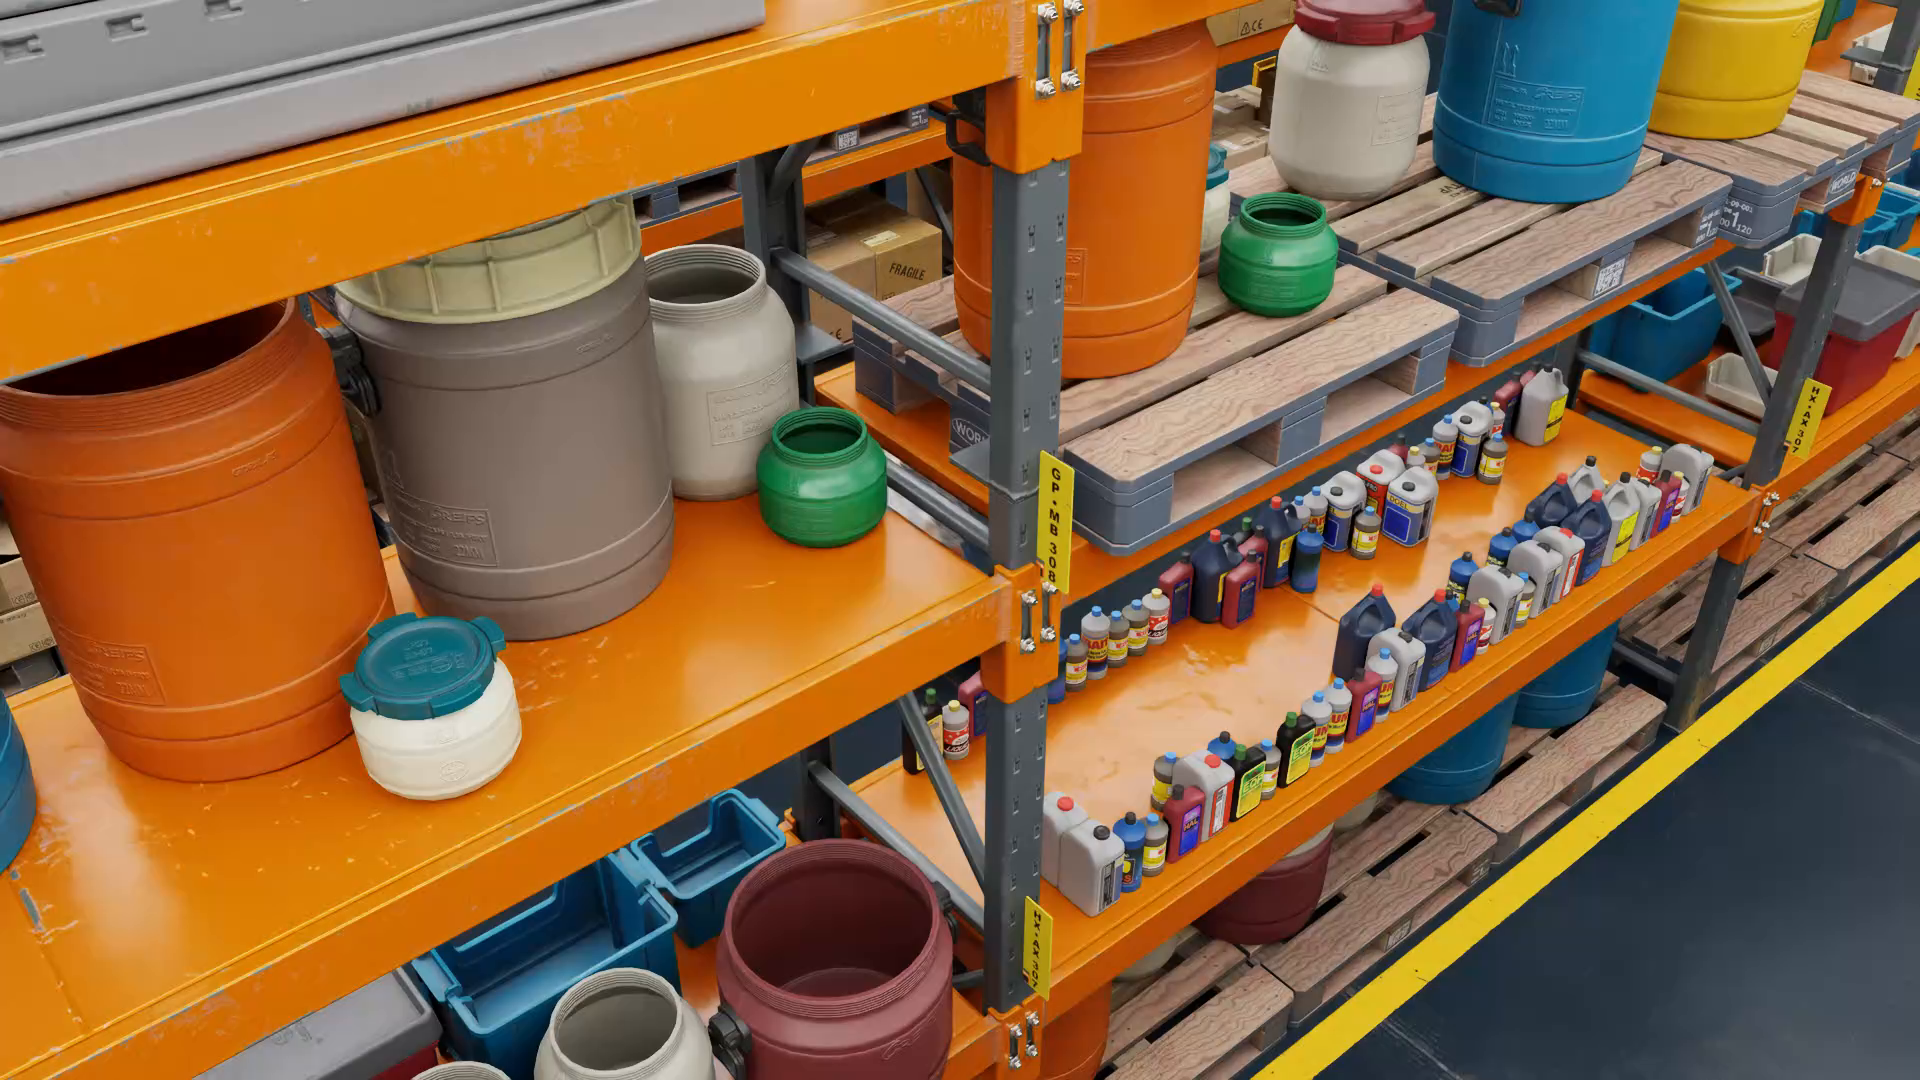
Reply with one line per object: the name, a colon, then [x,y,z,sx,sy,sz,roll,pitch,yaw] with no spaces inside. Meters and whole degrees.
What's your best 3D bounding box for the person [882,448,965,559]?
person: [-0.246,-0.093,7.197,1.045,1.724,0.529,-6,36,-8]
